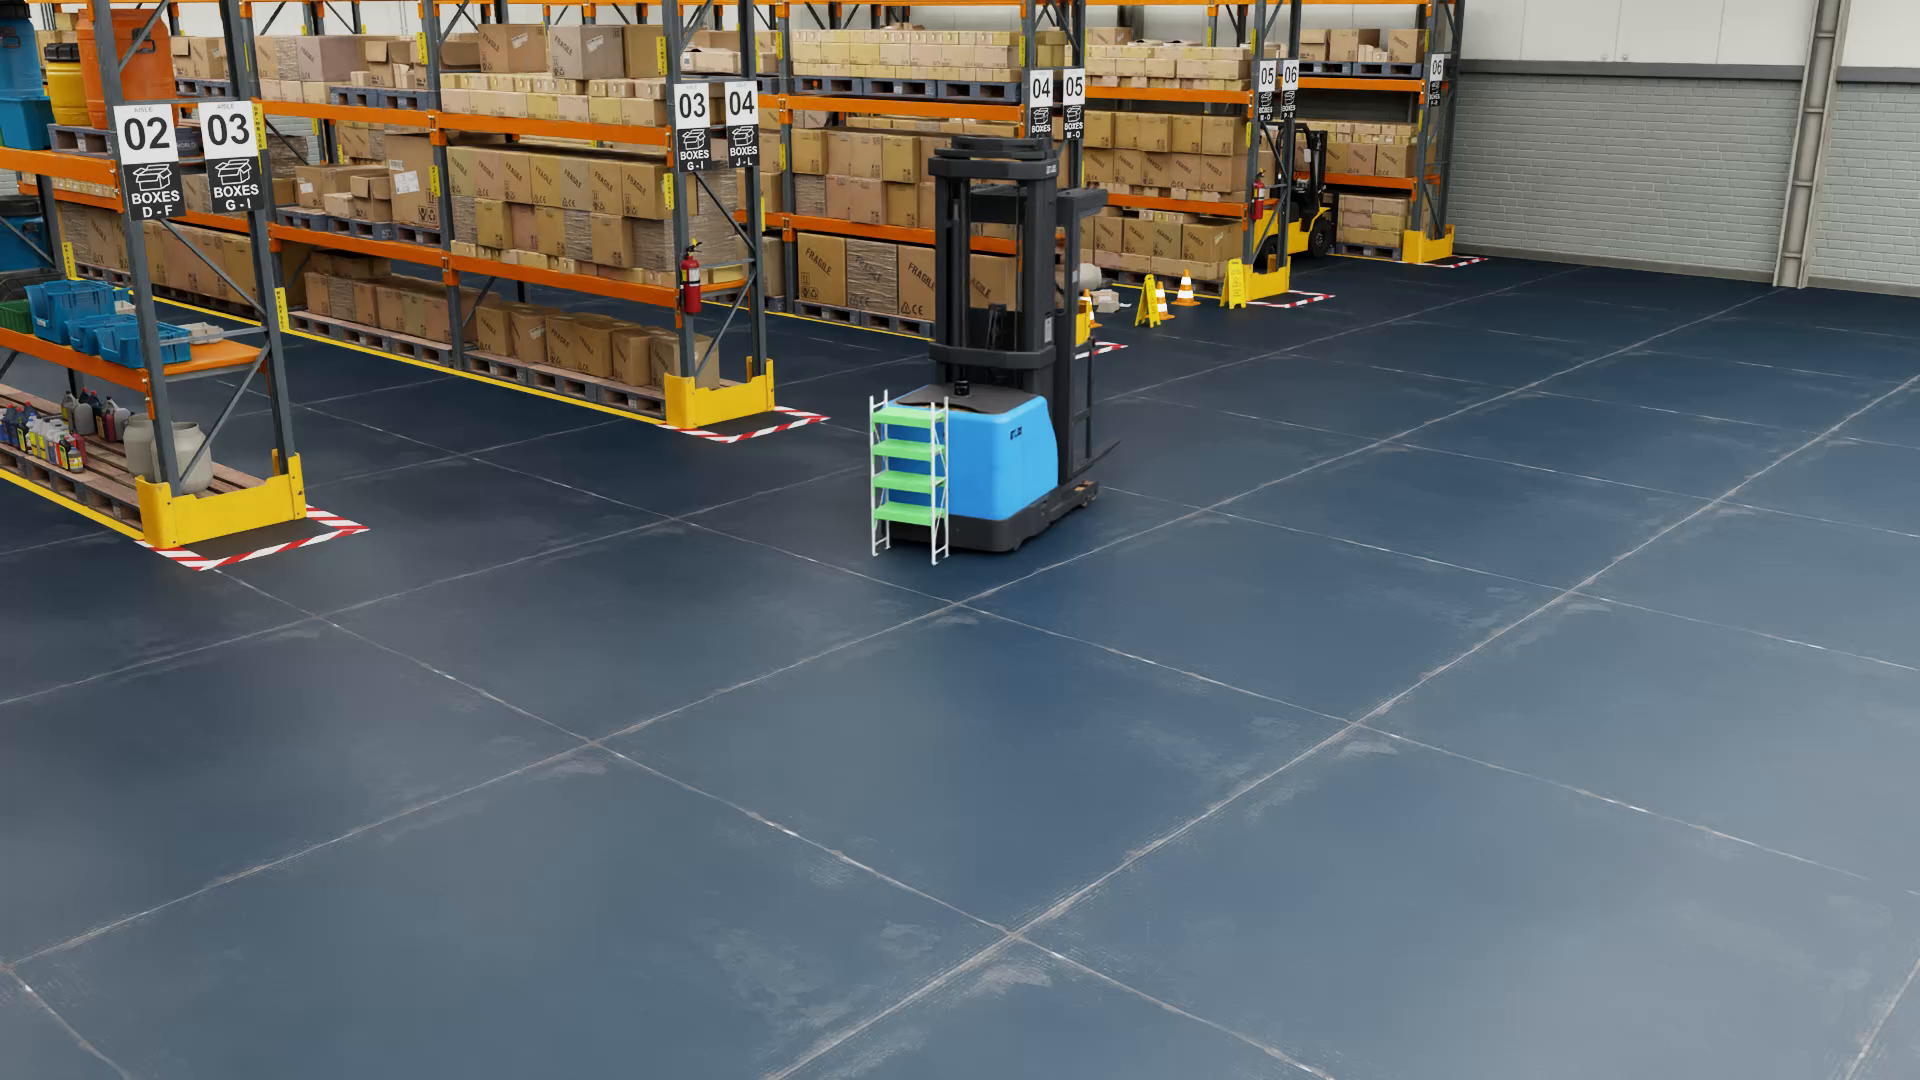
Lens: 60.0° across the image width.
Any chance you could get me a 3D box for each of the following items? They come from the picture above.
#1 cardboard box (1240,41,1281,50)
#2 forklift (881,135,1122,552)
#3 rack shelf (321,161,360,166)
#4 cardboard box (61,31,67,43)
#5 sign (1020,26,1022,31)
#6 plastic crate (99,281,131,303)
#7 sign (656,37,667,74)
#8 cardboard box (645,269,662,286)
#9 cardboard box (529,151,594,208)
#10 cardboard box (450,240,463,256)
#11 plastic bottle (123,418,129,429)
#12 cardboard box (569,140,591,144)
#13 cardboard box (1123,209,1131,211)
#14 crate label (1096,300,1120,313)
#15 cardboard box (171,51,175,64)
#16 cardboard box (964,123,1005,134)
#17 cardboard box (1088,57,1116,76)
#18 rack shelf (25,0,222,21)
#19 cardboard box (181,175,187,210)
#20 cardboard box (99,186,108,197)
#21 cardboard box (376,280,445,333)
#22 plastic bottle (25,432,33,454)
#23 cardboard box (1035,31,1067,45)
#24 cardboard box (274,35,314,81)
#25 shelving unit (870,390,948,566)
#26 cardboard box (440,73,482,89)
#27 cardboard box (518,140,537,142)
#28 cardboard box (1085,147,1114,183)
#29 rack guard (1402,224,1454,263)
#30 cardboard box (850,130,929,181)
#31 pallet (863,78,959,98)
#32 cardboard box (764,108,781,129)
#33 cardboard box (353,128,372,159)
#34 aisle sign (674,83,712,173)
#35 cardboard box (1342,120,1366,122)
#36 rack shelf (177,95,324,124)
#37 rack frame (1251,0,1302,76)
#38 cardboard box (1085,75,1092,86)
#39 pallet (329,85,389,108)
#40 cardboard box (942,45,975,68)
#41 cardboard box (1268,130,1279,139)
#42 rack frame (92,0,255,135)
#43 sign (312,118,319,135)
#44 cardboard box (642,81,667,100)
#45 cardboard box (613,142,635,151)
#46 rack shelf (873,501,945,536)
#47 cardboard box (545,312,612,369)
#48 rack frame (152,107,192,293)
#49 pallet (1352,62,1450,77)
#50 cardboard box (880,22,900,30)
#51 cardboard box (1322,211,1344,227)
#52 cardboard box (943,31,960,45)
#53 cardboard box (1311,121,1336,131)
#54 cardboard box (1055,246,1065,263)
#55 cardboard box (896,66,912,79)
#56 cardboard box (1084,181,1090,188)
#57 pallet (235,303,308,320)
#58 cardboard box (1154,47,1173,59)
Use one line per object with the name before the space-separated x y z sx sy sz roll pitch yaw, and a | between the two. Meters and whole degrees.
cardboard box | 5.035 -8.219 27.881 0.500 0.311 0.500 16 23 40
forklift | 0.487 -1.711 13.158 1.130 2.935 3.031 8 19 24
rack shelf | -9.407 -6.207 28.402 4.000 0.370 1.077 15 23 39
cardboard box | -12.600 -7.162 24.236 0.500 0.500 0.700 16 24 42
sign | 0.917 -7.420 24.570 0.005 0.325 0.100 15 23 39
plastic crate | -7.575 -2.088 14.479 0.616 0.251 0.499 15 23 39
sign | -2.687 -4.368 14.993 0.005 0.325 0.100 15 23 39
cardboard box | -2.840 -2.579 16.193 0.250 0.149 0.380 15 23 39
cardboard box | -3.998 -3.660 16.877 0.500 0.500 0.500 15 23 39
cardboard box | -5.334 -3.210 18.182 0.250 0.149 0.380 15 23 39
plastic bottle | -7.300 -0.977 14.631 0.097 0.201 0.097 0 18 0
cardboard box | -5.717 -6.003 25.306 0.250 0.149 0.380 14 22 37
cardboard box | 2.285 -4.770 25.295 0.500 0.500 0.500 16 23 40
crate label | 1.985 -3.134 22.261 0.298 0.136 0.250 4 18 11
cardboard box | -10.518 -6.394 22.294 0.500 0.311 0.500 14 22 37
cardboard box | 0.413 -6.212 25.877 0.500 0.500 0.500 15 23 40
cardboard box | 2.188 -6.828 23.964 0.500 0.250 0.500 15 23 40
rack shelf | -7.087 -4.244 12.960 4.000 0.370 1.077 15 23 39
cardboard box | -10.350 -4.744 22.437 0.500 0.500 0.500 14 23 38
cardboard box | -12.109 -5.017 23.878 0.250 0.149 0.380 15 23 38
cardboard box | -6.503 -2.799 19.878 0.500 0.500 0.700 13 22 35
plastic bottle | -7.917 -0.840 14.198 0.097 0.201 0.097 0 18 0
cardboard box | 1.026 -5.816 19.259 0.250 0.149 0.380 15 23 40
cardboard box | -7.730 -5.704 19.676 0.500 0.500 0.500 15 23 40
shelving unit | -0.366 -0.452 12.050 0.503 1.200 0.258 8 19 24
cardboard box | -5.257 -4.854 17.578 0.250 0.149 0.380 14 22 38
cardboard box | -6.556 -5.964 25.184 0.250 0.149 0.380 17 24 42
cardboard box | 2.184 -5.522 24.394 0.500 0.500 0.500 15 23 39
rack guard | 7.584 -4.807 26.932 0.348 0.500 1.175 15 23 39
cardboard box | -0.873 -4.823 20.818 0.550 0.550 0.875 15 23 39
pallet | -0.414 -5.518 20.229 1.213 0.211 1.003 15 23 39
cardboard box | -3.026 -7.257 28.702 0.500 0.500 0.500 15 23 39
cardboard box | -9.975 -6.786 28.378 0.500 0.500 0.500 15 23 40
aisle sign | -2.456 -3.796 15.317 0.004 0.787 0.394 15 23 39
cardboard box | 6.557 -6.903 27.675 0.250 0.149 0.380 14 23 38
rack shelf | -9.783 -5.732 21.945 4.000 0.370 1.077 15 23 39
rack frame | 4.274 -7.739 22.121 0.127 3.000 1.000 15 23 39
cardboard box | 1.931 -6.725 24.301 0.250 0.149 0.380 16 24 41
pallet | -6.464 -5.136 19.189 1.003 0.211 1.213 15 23 39
cardboard box | 0.139 -5.623 19.308 0.500 0.250 0.500 15 23 39
cardboard box | 5.377 -6.823 27.914 0.250 0.149 0.380 15 23 39
rack frame | -5.591 -4.376 11.525 0.127 3.000 1.000 15 23 39
sign | -11.263 -7.242 29.040 0.005 0.325 0.100 15 23 39
cardboard box | -2.719 -4.171 15.425 0.250 0.149 0.380 15 23 39
cardboard box | -4.590 -5.778 24.039 0.500 0.500 0.700 15 23 39
rack shelf | -0.366 -0.162 12.143 0.480 0.148 0.258 8 19 24
cardboard box | -4.073 -2.140 17.834 0.500 0.500 0.500 13 22 34
rack frame | -11.279 -5.047 23.556 0.127 3.000 1.000 15 23 39
pallet | 7.055 -7.539 26.595 1.213 0.211 1.003 15 23 39
cardboard box | -1.416 -10.170 33.120 0.258 0.266 0.396 15 23 39
cardboard box | 6.227 -5.360 27.568 0.500 0.250 0.500 14 23 38
cardboard box | 0.015 -5.822 19.276 0.250 0.149 0.380 16 23 40
cardboard box | 6.007 -6.833 27.454 0.250 0.149 0.380 15 23 40
cardboard box | 1.545 -4.393 25.346 0.500 0.250 0.500 14 22 37
cardboard box | -0.550 -5.594 19.875 0.250 0.149 0.380 15 23 40
cardboard box | 1.909 -5.284 24.719 0.250 0.149 0.380 16 24 41
pallet | -8.827 -3.090 21.999 1.213 0.211 1.003 15 23 39
cardboard box | 2.943 -6.850 23.376 0.250 0.149 0.380 14 22 38
